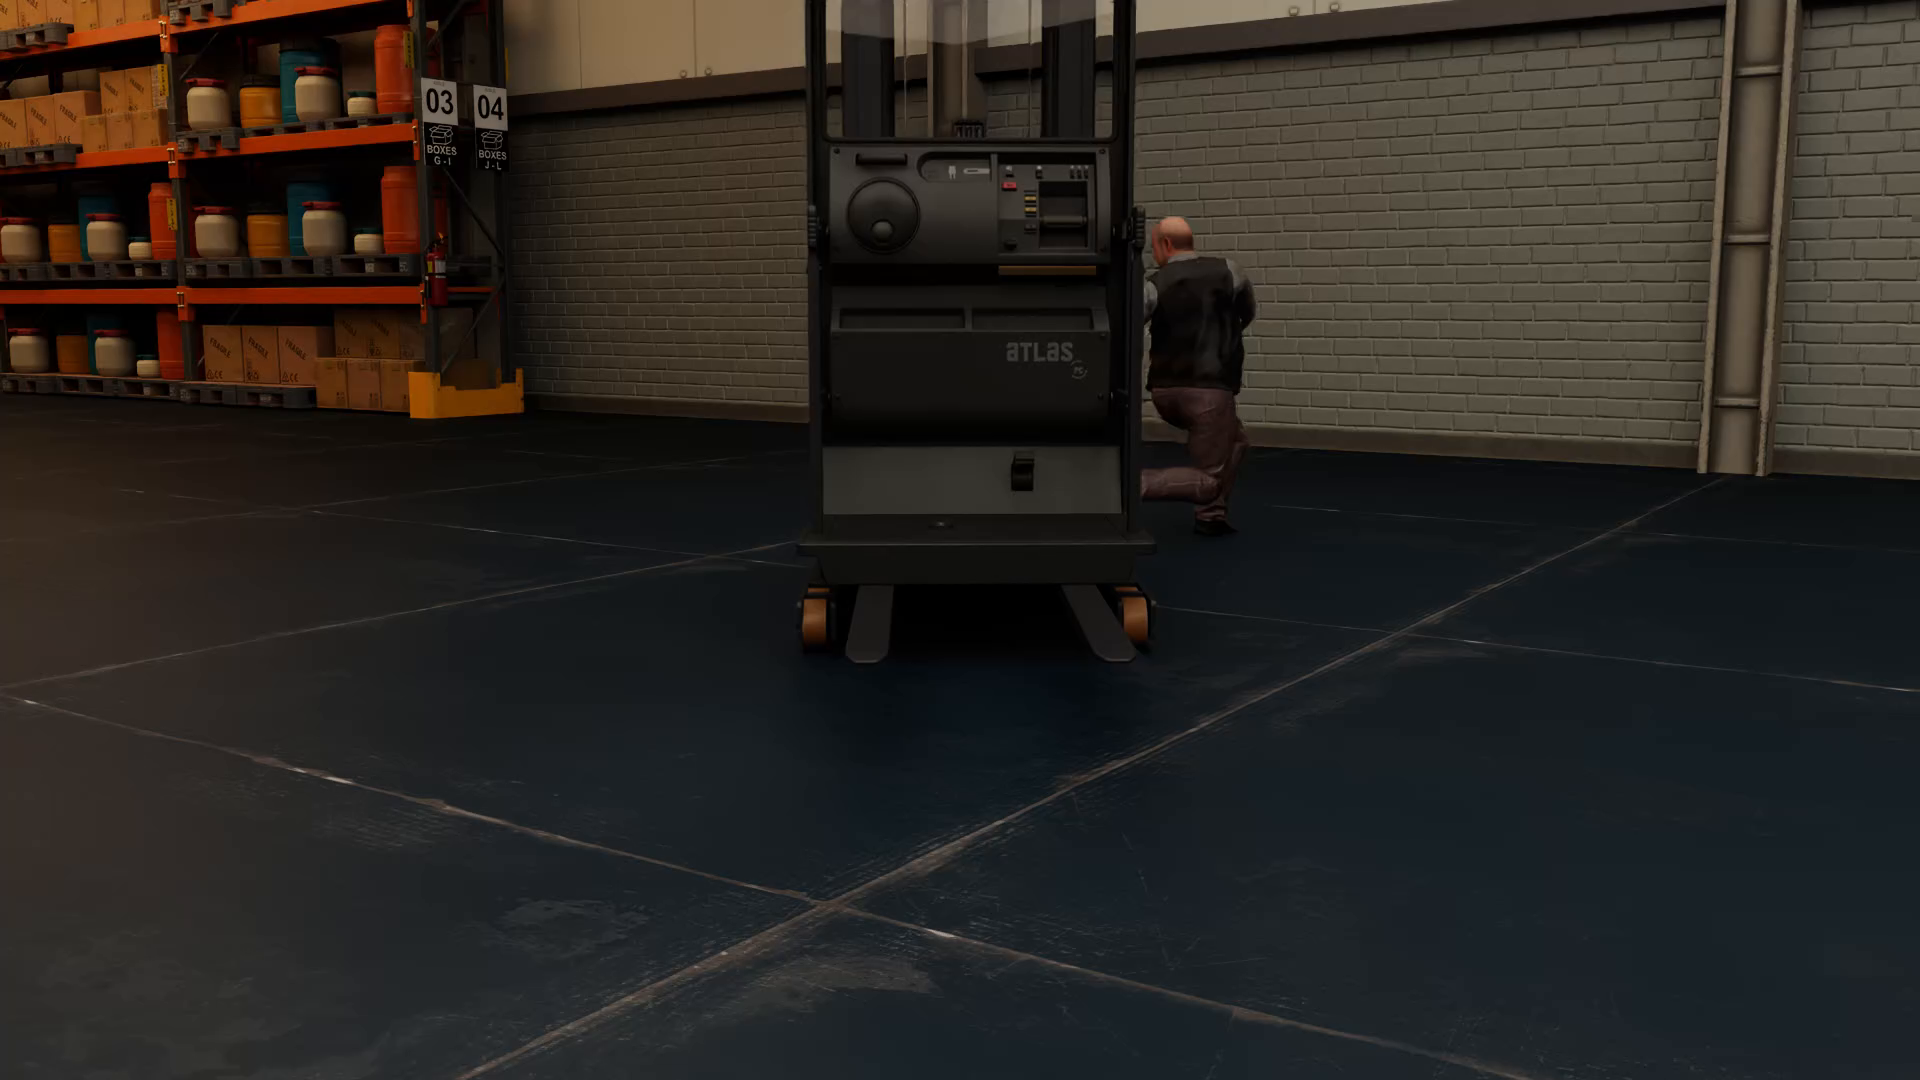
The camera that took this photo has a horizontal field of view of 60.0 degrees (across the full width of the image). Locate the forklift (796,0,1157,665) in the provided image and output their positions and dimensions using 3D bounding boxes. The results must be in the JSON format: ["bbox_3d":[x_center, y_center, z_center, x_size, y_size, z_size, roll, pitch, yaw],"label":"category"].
[{"bbox_3d":[0.041,-1.153,5.303,1.130,2.935,3.031,0,8,-1],"label":"forklift"}]

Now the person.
[{"bbox_3d":[0.980,-0.726,7.628,0.884,1.498,0.639,-8,11,-43],"label":"person"}]
